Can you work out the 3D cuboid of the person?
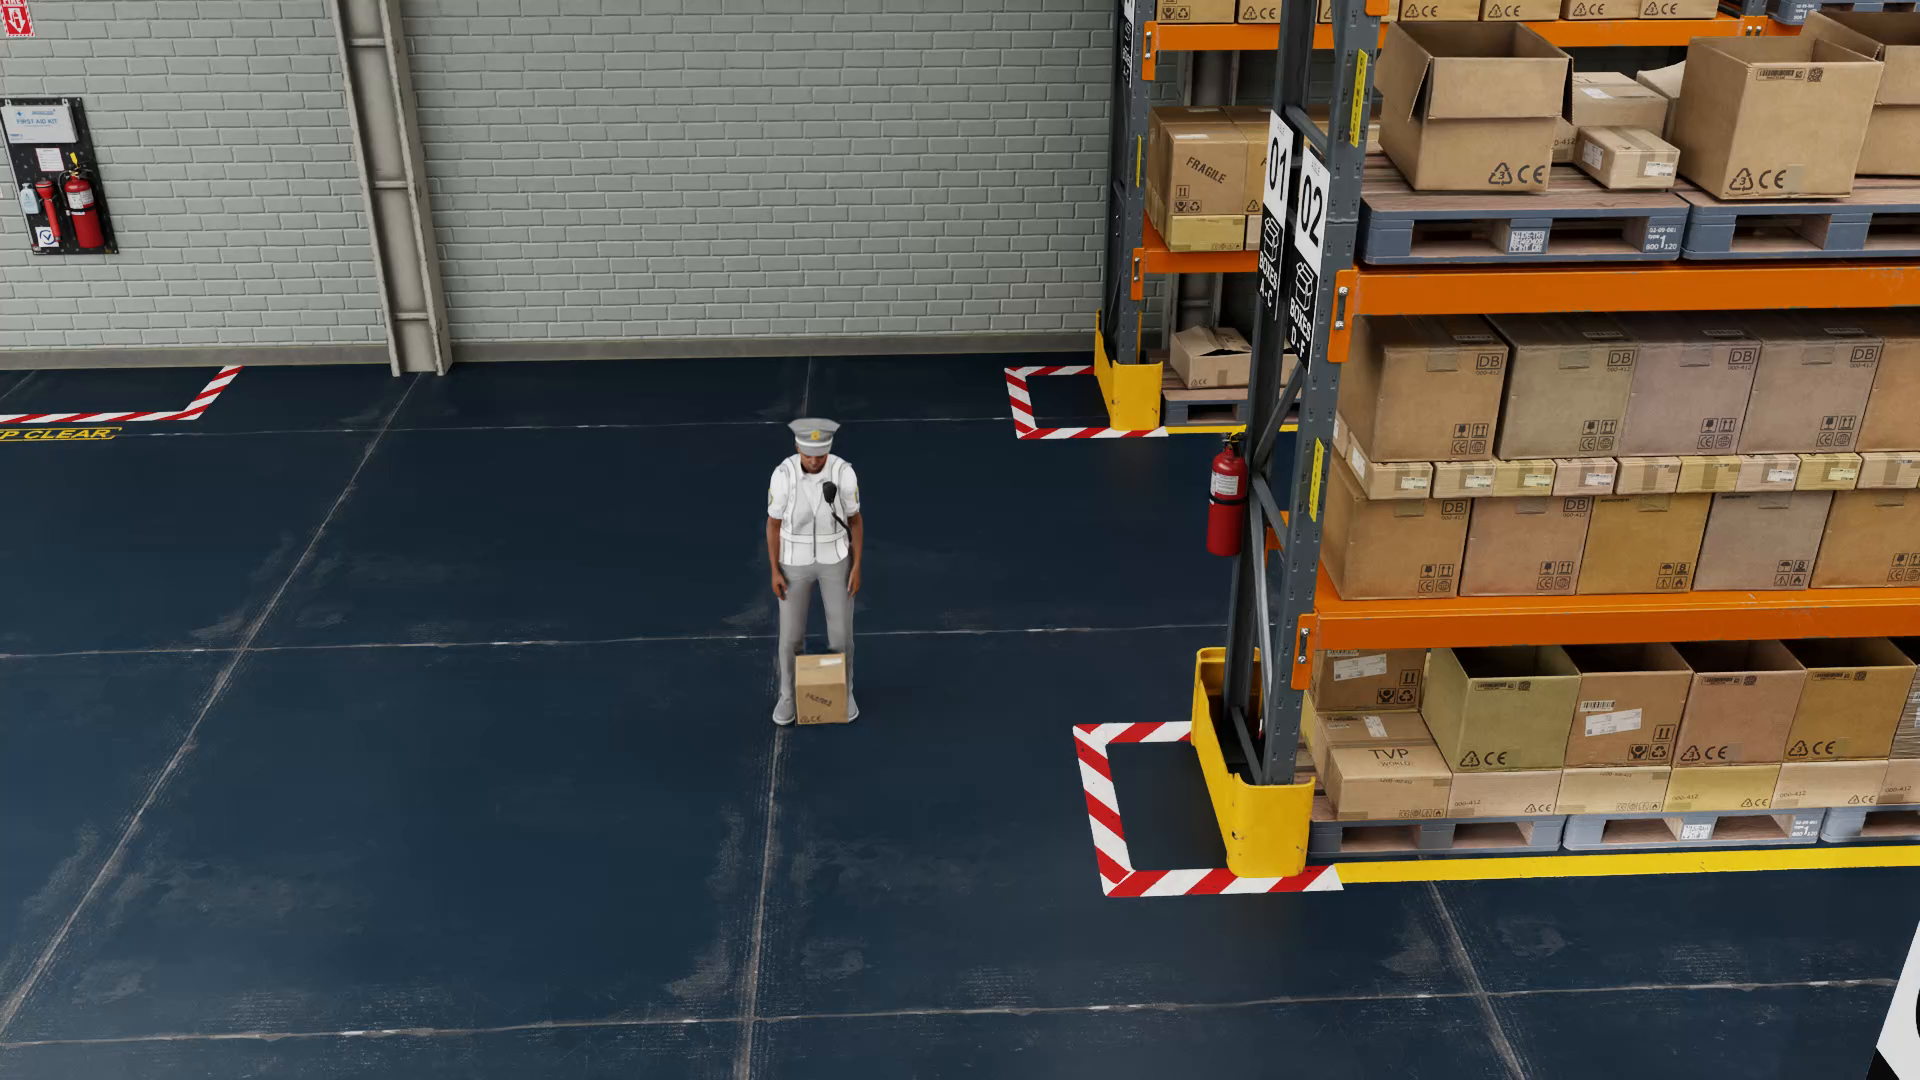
[{"bbox_3d":[-0.730,0.137,8.355,0.500,1.664,0.378,-2,28,-4],"label":"person"}]
